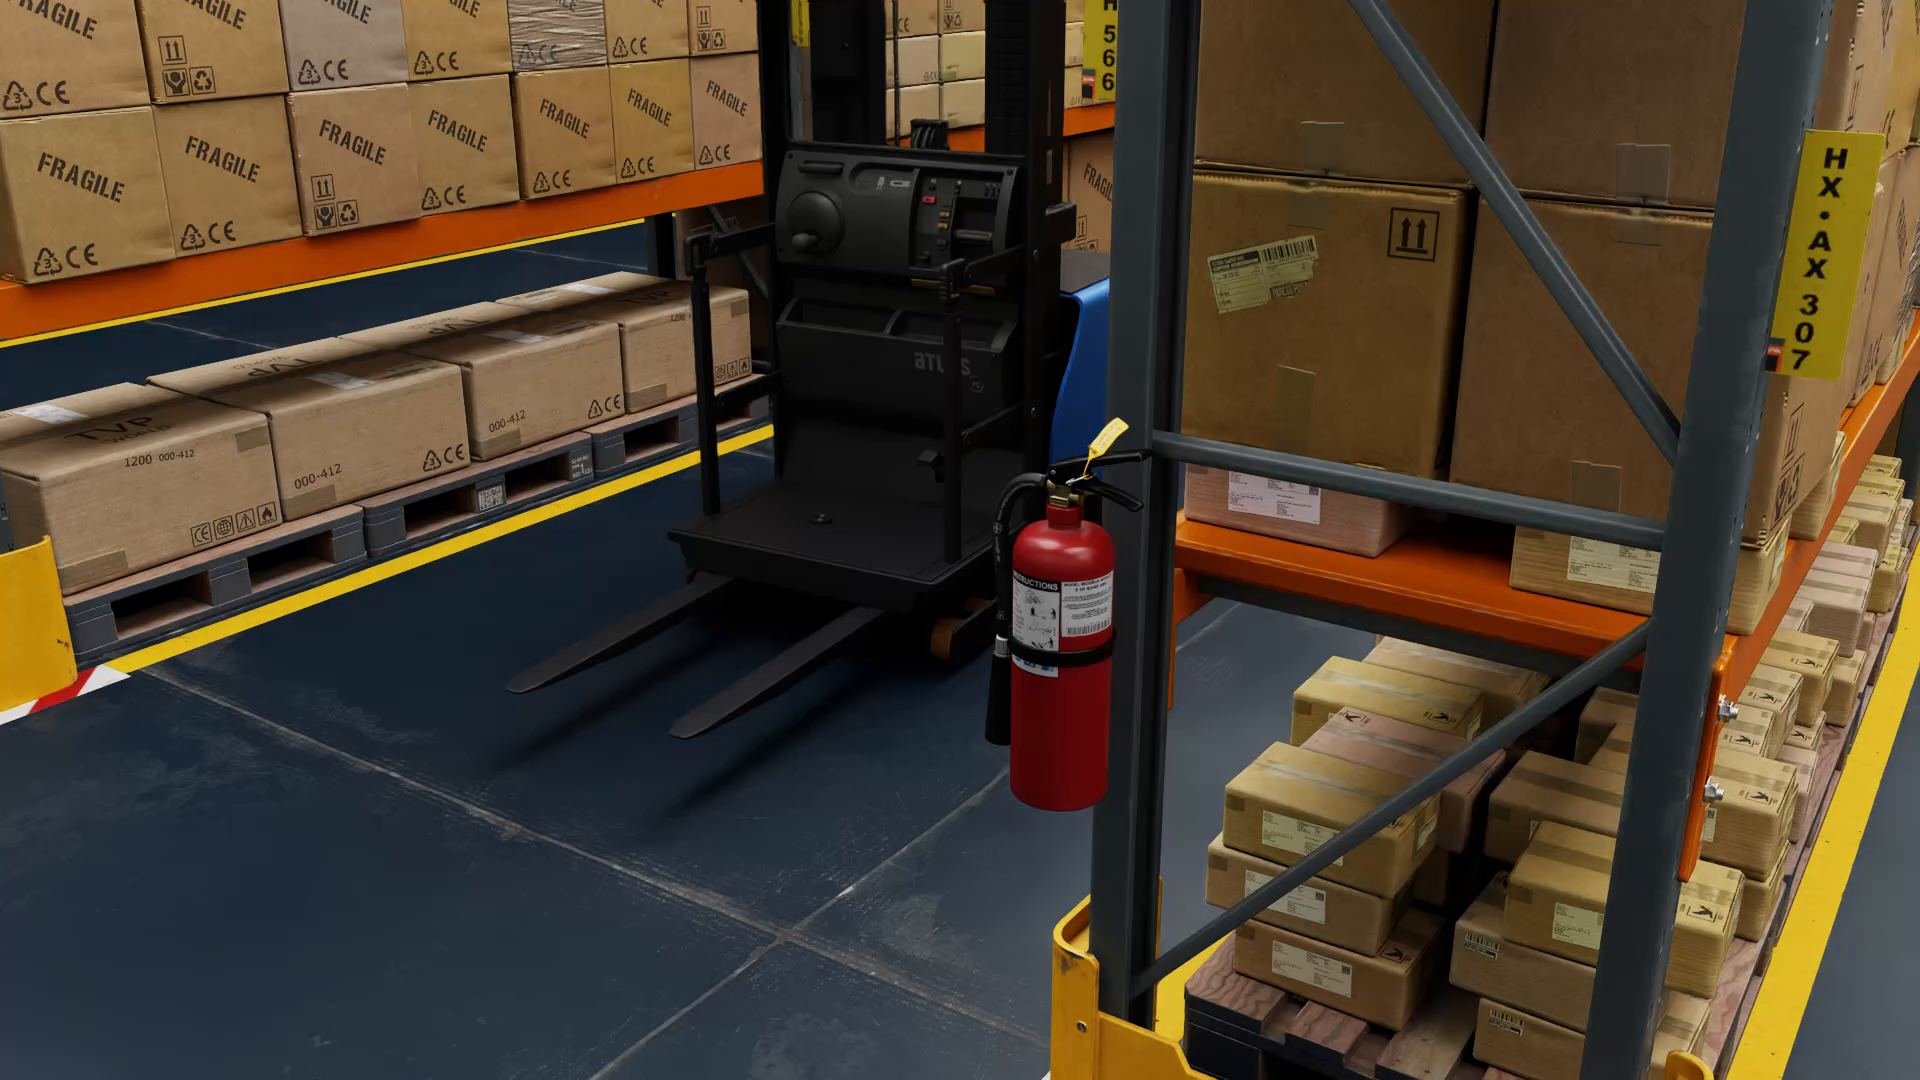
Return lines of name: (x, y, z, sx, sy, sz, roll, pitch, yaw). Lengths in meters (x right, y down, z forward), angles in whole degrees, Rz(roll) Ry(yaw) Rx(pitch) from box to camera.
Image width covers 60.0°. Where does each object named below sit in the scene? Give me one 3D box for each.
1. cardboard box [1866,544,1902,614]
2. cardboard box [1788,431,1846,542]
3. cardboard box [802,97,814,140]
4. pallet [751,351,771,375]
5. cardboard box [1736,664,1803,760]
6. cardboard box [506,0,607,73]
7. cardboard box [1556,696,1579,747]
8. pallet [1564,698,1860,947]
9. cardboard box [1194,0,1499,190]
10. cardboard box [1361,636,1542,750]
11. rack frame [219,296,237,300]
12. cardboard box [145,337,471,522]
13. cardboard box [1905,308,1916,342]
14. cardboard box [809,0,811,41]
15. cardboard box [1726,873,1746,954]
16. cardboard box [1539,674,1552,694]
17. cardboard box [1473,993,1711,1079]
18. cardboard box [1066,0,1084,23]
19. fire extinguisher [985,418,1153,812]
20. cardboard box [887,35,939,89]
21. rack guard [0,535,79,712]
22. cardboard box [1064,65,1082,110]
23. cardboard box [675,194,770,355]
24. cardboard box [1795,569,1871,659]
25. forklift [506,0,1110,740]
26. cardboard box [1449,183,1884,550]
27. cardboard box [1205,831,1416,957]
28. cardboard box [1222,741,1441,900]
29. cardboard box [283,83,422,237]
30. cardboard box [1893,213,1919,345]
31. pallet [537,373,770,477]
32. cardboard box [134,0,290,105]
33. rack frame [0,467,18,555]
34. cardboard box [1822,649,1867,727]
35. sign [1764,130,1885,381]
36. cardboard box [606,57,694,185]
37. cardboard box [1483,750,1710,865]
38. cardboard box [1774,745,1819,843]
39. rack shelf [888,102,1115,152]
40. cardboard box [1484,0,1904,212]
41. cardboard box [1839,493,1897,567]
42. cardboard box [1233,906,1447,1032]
cardboard box: (2.750, 0.090, 5.273, 0.380, 0.149, 0.250, 12, 24, 30)
cardboard box: (1.451, -0.135, 3.168, 0.380, 0.149, 0.250, 12, 24, 30)
cardboard box: (-0.742, -2.164, 8.508, 0.500, 0.250, 0.500, 13, 24, 31)
pallet: (-0.837, -1.088, 9.402, 1.003, 0.211, 1.213, 13, 24, 32)
cardboard box: (1.807, 0.386, 4.043, 0.380, 0.149, 0.250, 14, 25, 34)
cardboard box: (-1.815, -2.194, 6.788, 0.500, 0.500, 0.500, 14, 24, 33)
cardboard box: (1.488, 0.487, 4.629, 0.380, 0.149, 0.250, 14, 24, 33)
pallet: (1.909, 0.636, 4.743, 1.003, 0.211, 1.213, 13, 24, 32)
cardboard box: (0.745, -0.911, 2.890, 0.500, 0.500, 0.500, 13, 24, 31)
cardboard box: (1.209, 0.362, 4.109, 0.380, 0.149, 0.250, 12, 24, 30)
rack frame: (-5.315, -3.127, 10.894, 1.000, 3.000, 0.127, 13, 24, 32)
cardboard box: (-2.661, -0.480, 6.828, 0.875, 0.438, 0.875, 14, 25, 33)
cardboard box: (2.428, -0.665, 4.601, 0.380, 0.149, 0.250, 12, 23, 30)
cardboard box: (-0.723, -2.746, 8.279, 0.500, 0.500, 0.500, 14, 24, 32)
cardboard box: (1.401, 0.757, 3.470, 0.380, 0.149, 0.250, 13, 24, 32)
cardboard box: (1.326, 0.417, 4.388, 0.380, 0.149, 0.250, 14, 24, 33)
cardboard box: (1.253, 0.977, 3.305, 0.380, 0.149, 0.250, 14, 24, 33)
cardboard box: (0.400, -3.334, 9.869, 0.500, 0.500, 0.500, 13, 24, 32)
fire extinguisher: (0.171, 0.118, 2.772, 0.296, 0.674, 0.183, 13, 24, 32)
cardboard box: (-0.458, -2.550, 8.831, 0.500, 0.250, 0.500, 14, 24, 33)
rack guard: (-3.470, 0.167, 5.592, 1.175, 0.500, 0.348, 13, 24, 32)
cardboard box: (0.400, -2.750, 10.093, 0.500, 0.250, 0.500, 13, 24, 31)
cardboard box: (-0.926, -1.554, 9.099, 0.875, 0.875, 0.875, 14, 25, 33)
cardboard box: (2.285, 0.179, 4.603, 0.380, 0.149, 0.250, 12, 24, 30)
forklift: (-0.332, -1.130, 5.594, 1.130, 2.935, 3.031, 11, 23, 27)
cardboard box: (1.175, -0.337, 2.779, 0.500, 0.500, 0.500, 15, 25, 34)
cardboard box: (0.755, 0.718, 3.576, 0.380, 0.149, 0.250, 13, 24, 30)
cardboard box: (0.782, 0.584, 3.509, 0.380, 0.149, 0.250, 14, 24, 32)
cardboard box: (-2.387, -1.434, 6.173, 0.500, 0.500, 0.500, 13, 24, 32)
cardboard box: (2.022, -0.781, 3.980, 0.500, 0.500, 0.500, 13, 24, 30)
pallet: (-1.700, -0.649, 8.215, 1.003, 0.211, 1.213, 13, 24, 32)
cardboard box: (-2.667, -1.760, 5.613, 0.500, 0.500, 0.500, 13, 24, 30)
rack frame: (-3.457, -1.012, 5.177, 1.000, 3.000, 0.127, 13, 24, 32)
cardboard box: (2.422, 0.393, 4.884, 0.380, 0.149, 0.250, 13, 24, 32)
sign: (1.143, -0.376, 2.210, 0.100, 0.325, 0.005, 13, 24, 32)
cardboard box: (-1.542, -1.875, 7.366, 0.500, 0.500, 0.500, 13, 24, 31)
cardboard box: (1.325, 0.599, 3.469, 0.380, 0.149, 0.250, 14, 24, 33)
cardboard box: (1.978, 0.615, 4.284, 0.380, 0.149, 0.250, 12, 23, 29)
rack shelf: (-0.084, -2.396, 9.956, 1.077, 0.370, 4.000, 13, 24, 32)
cardboard box: (1.166, -0.808, 2.612, 0.500, 0.500, 0.500, 13, 24, 31)
cardboard box: (2.713, -0.056, 5.238, 0.380, 0.149, 0.250, 13, 24, 31)
cardboard box: (0.817, 0.873, 3.586, 0.380, 0.149, 0.250, 14, 24, 33)
